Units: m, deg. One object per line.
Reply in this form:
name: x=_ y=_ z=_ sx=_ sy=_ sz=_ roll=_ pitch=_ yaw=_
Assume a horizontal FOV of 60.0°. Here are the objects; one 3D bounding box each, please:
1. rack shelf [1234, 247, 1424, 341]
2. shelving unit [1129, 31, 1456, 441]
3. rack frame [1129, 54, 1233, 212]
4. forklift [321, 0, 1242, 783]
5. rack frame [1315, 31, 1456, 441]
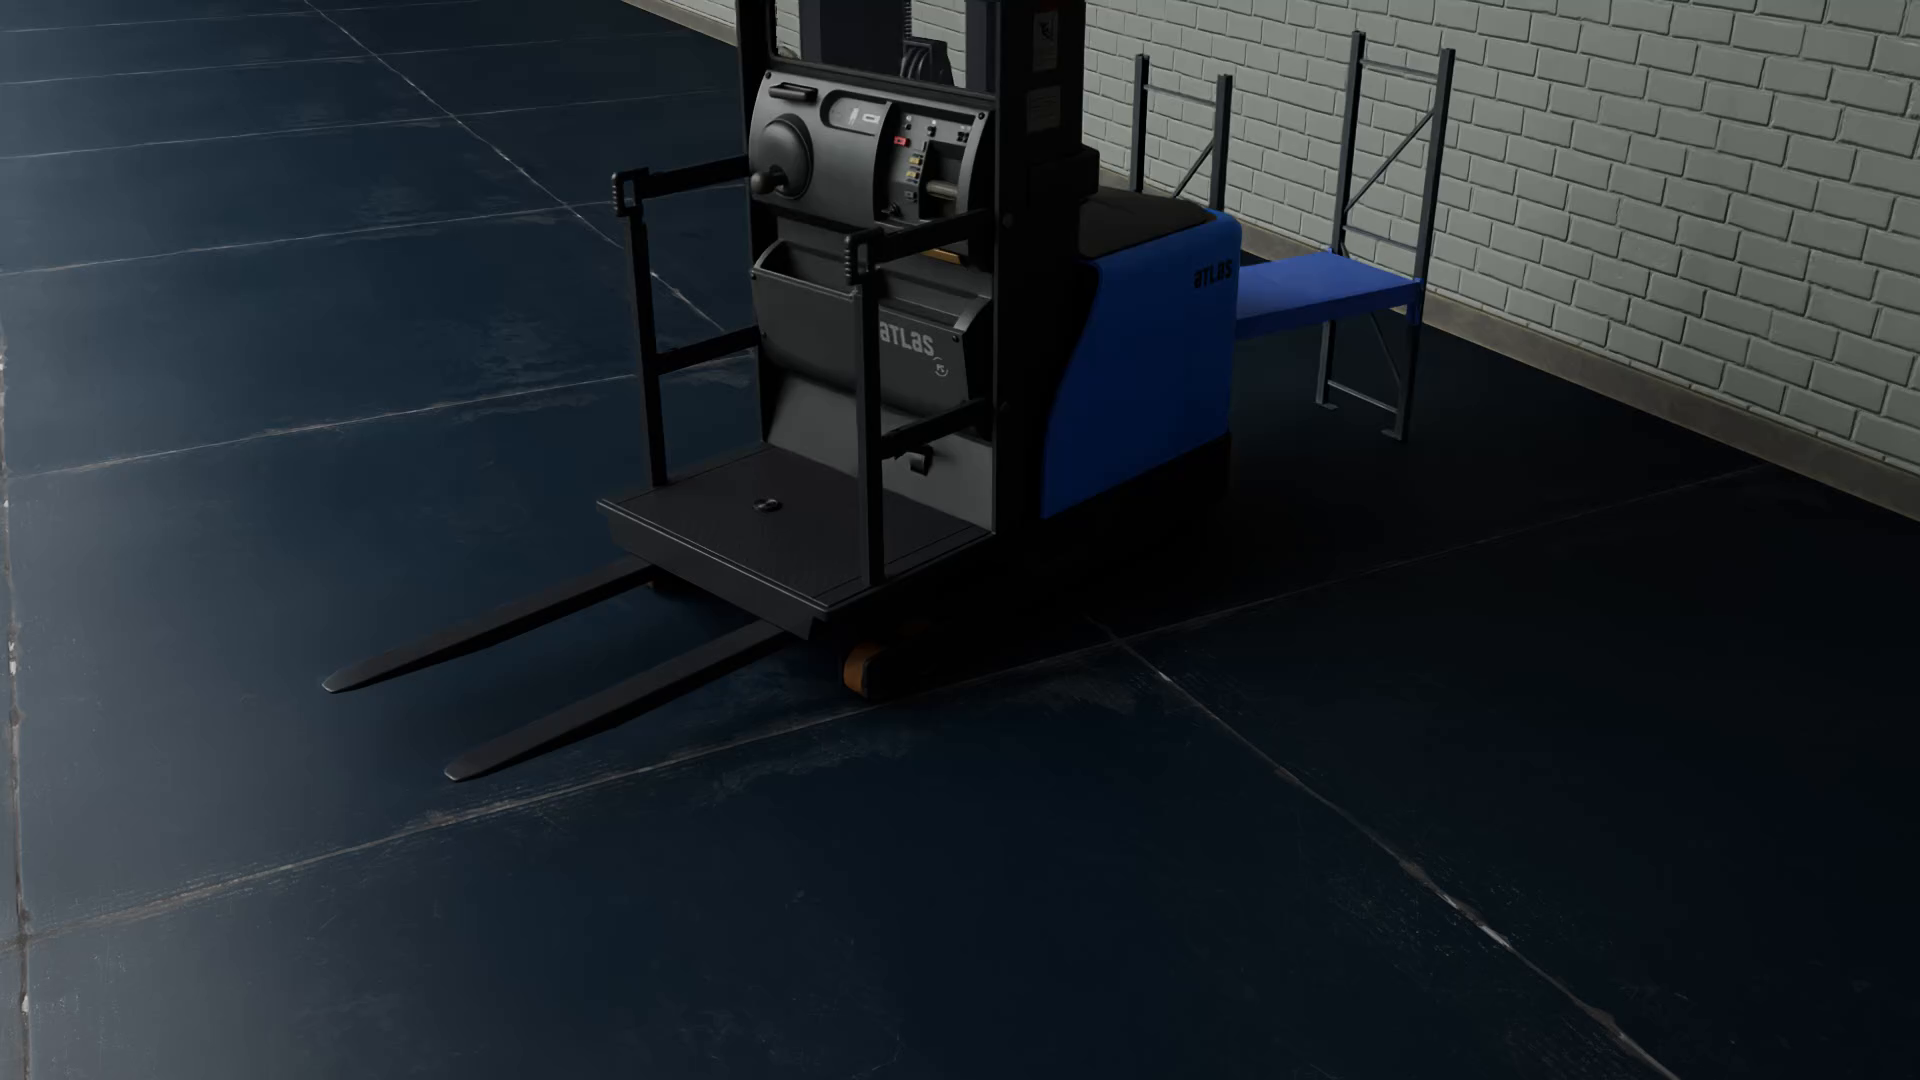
rack shelf: x=1.192 y=-0.888 z=6.282 sx=1.000 sy=0.185 sz=0.538 roll=-15 pitch=29 yaw=-28
shelving unit: x=1.192 y=-1.050 z=6.204 sx=1.048 sy=1.500 sz=0.538 roll=-15 pitch=29 yaw=-28
rack frame: x=0.756 y=-0.937 z=5.969 sx=0.032 sy=1.500 sz=0.500 roll=-15 pitch=29 yaw=-28
forklift: x=-0.423 y=-1.112 z=4.680 sx=1.130 sy=2.935 sz=3.031 roll=22 pitch=33 yaw=38
rack frame: x=1.628 y=-1.163 z=6.440 sx=0.032 sy=1.500 sz=0.500 roll=-15 pitch=29 yaw=-28
